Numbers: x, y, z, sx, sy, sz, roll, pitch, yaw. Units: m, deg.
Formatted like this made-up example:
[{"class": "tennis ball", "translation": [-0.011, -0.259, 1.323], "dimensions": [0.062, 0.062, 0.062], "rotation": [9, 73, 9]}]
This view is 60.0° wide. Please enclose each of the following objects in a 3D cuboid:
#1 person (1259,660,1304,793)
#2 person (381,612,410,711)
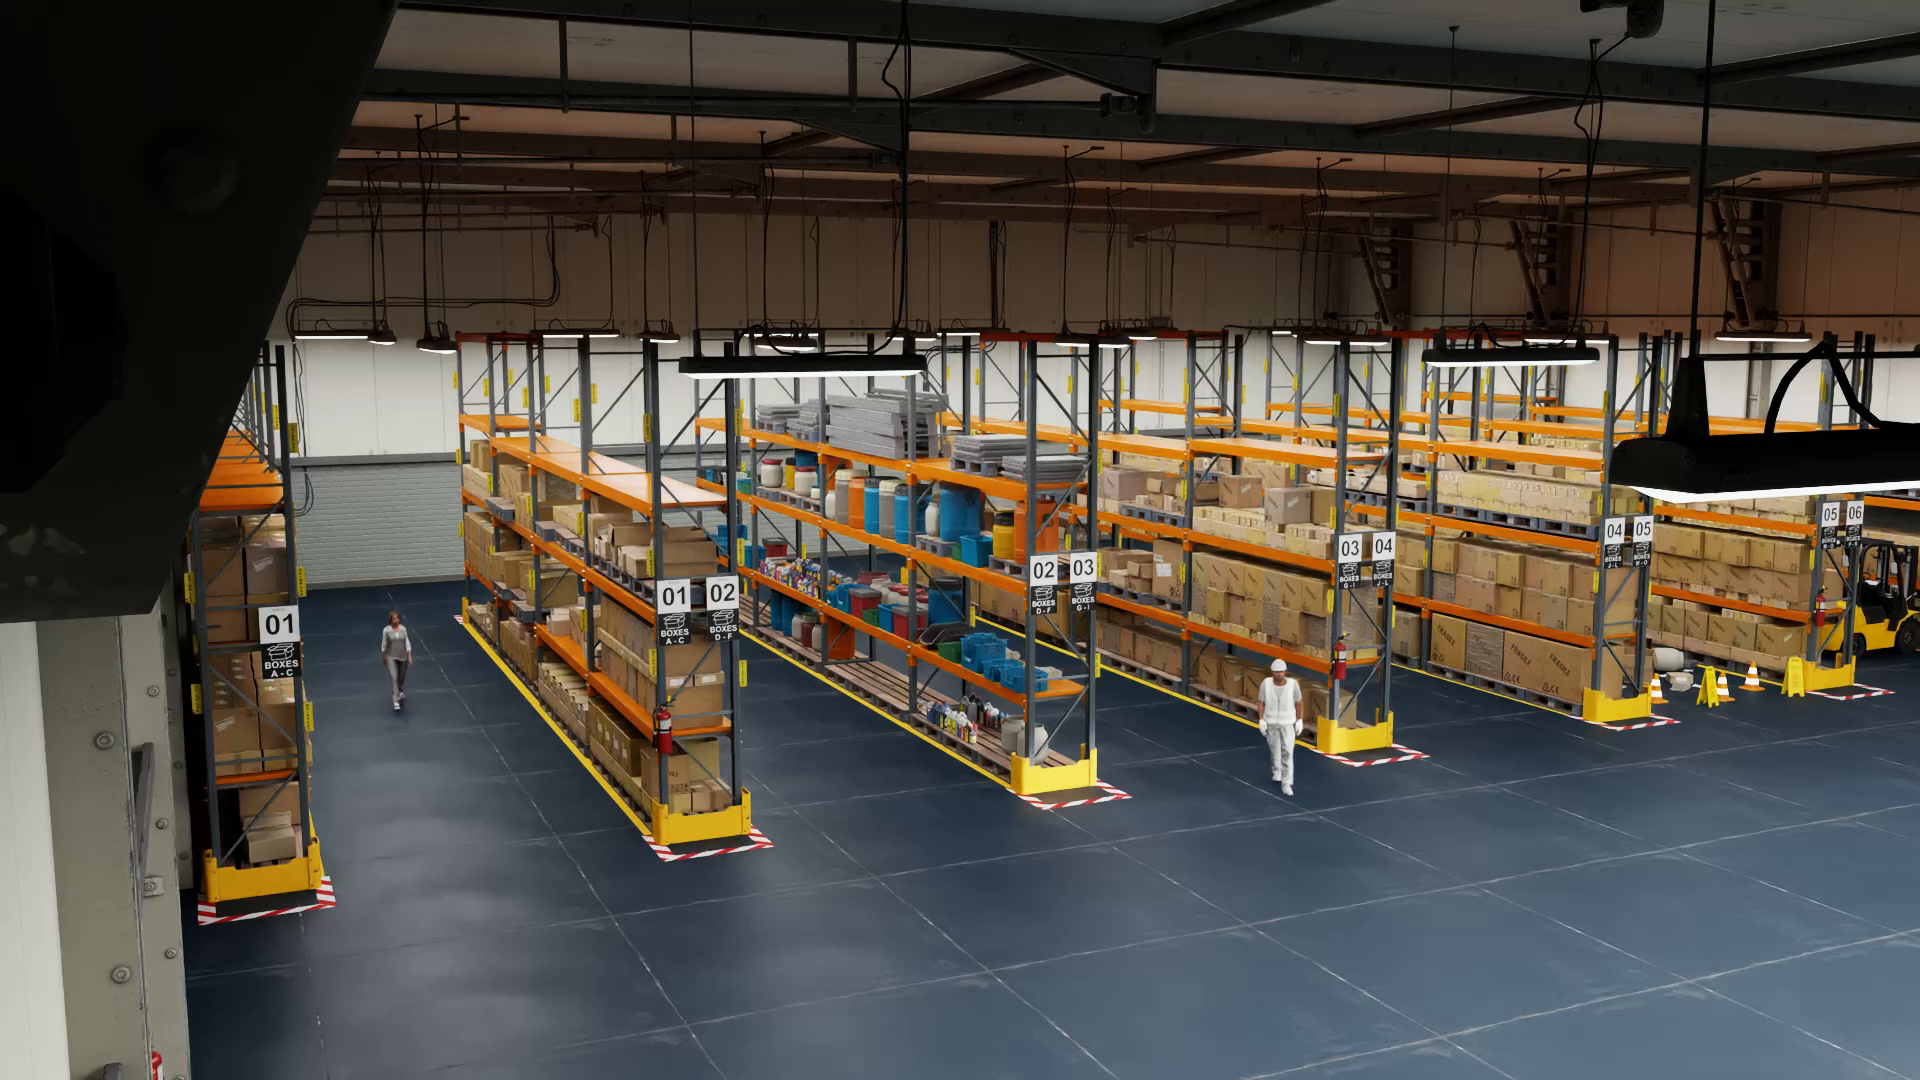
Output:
[{"class": "person", "translation": [4.264, 2.459, 22.256], "dimensions": [0.587, 1.721, 1.037], "rotation": [5, 9, 32]}, {"class": "person", "translation": [-9.123, 1.924, 26.874], "dimensions": [0.438, 1.560, 0.827], "rotation": [-3, 8, -24]}]
